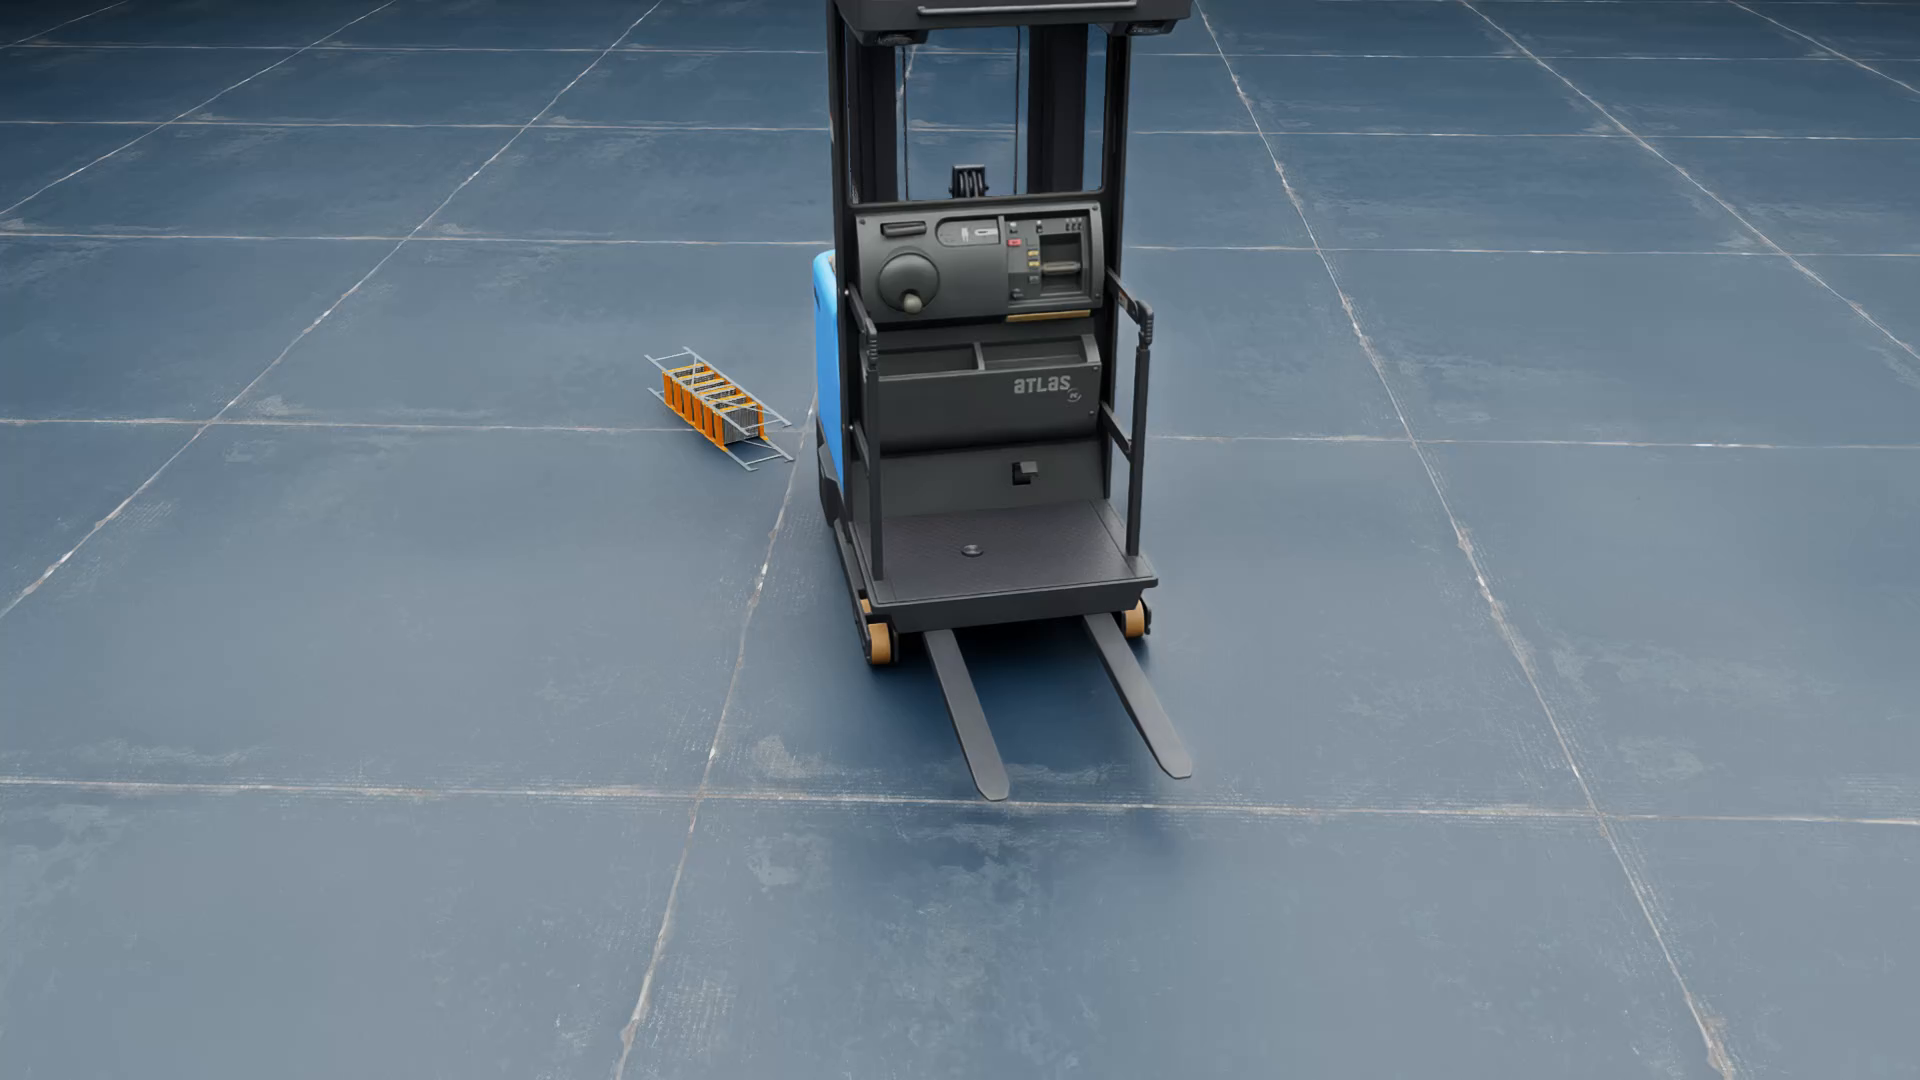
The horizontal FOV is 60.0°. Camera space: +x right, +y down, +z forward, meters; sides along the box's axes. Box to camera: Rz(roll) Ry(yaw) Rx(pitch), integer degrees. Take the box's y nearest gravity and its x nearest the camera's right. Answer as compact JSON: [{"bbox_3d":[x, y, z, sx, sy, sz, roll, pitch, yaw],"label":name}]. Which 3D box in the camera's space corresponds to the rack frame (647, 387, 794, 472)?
[{"bbox_3d":[-1.220,-0.590,8.352,0.240,0.006,1.200,-17,32,-29],"label":"rack frame"}]

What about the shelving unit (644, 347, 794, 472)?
[{"bbox_3d":[-1.220,-0.671,8.309,0.258,0.189,1.200,-17,32,-29],"label":"shelving unit"}]

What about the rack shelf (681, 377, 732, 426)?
[{"bbox_3d":[-1.261,-0.701,8.365,0.258,0.180,0.103,-17,32,-29],"label":"rack shelf"}]

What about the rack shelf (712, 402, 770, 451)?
[{"bbox_3d":[-1.066,-0.559,8.098,0.258,0.180,0.103,-17,32,-29],"label":"rack shelf"}]

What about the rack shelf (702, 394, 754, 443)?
[{"bbox_3d":[-1.131,-0.606,8.187,0.258,0.180,0.103,-17,32,-29],"label":"rack shelf"}]

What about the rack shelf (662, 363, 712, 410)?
[{"bbox_3d":[-1.391,-0.795,8.543,0.258,0.180,0.103,-17,32,-29],"label":"rack shelf"}]

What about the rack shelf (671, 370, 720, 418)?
[{"bbox_3d":[-1.326,-0.748,8.454,0.258,0.180,0.103,-17,32,-29],"label":"rack shelf"}]

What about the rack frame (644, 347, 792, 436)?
[{"bbox_3d":[-1.220,-0.752,8.266,0.240,0.006,1.200,-17,32,-29],"label":"rack frame"}]

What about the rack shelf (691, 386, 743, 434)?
[{"bbox_3d":[-1.196,-0.653,8.276,0.258,0.180,0.103,-17,32,-29],"label":"rack shelf"}]

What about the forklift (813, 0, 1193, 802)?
[{"bbox_3d":[0.123,-1.004,6.015,1.130,2.935,3.031,-5,28,-10],"label":"forklift"}]
